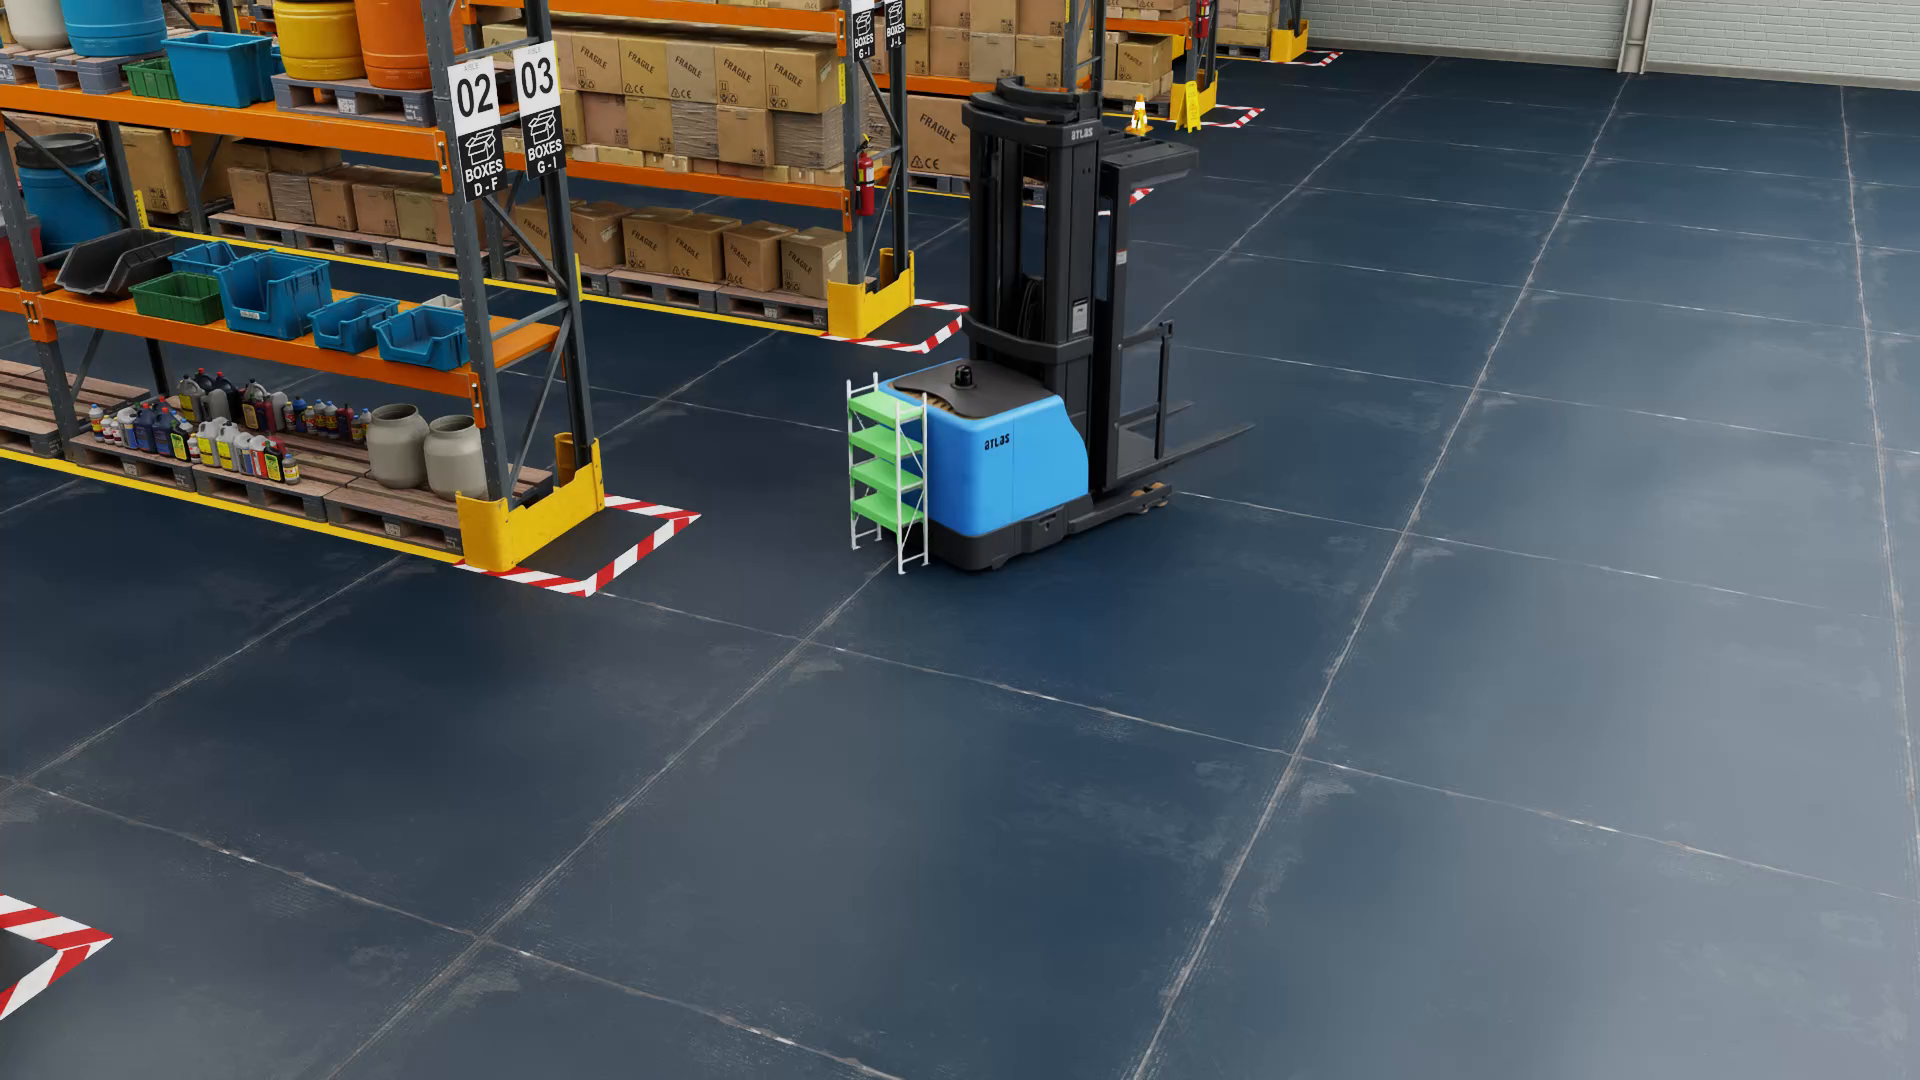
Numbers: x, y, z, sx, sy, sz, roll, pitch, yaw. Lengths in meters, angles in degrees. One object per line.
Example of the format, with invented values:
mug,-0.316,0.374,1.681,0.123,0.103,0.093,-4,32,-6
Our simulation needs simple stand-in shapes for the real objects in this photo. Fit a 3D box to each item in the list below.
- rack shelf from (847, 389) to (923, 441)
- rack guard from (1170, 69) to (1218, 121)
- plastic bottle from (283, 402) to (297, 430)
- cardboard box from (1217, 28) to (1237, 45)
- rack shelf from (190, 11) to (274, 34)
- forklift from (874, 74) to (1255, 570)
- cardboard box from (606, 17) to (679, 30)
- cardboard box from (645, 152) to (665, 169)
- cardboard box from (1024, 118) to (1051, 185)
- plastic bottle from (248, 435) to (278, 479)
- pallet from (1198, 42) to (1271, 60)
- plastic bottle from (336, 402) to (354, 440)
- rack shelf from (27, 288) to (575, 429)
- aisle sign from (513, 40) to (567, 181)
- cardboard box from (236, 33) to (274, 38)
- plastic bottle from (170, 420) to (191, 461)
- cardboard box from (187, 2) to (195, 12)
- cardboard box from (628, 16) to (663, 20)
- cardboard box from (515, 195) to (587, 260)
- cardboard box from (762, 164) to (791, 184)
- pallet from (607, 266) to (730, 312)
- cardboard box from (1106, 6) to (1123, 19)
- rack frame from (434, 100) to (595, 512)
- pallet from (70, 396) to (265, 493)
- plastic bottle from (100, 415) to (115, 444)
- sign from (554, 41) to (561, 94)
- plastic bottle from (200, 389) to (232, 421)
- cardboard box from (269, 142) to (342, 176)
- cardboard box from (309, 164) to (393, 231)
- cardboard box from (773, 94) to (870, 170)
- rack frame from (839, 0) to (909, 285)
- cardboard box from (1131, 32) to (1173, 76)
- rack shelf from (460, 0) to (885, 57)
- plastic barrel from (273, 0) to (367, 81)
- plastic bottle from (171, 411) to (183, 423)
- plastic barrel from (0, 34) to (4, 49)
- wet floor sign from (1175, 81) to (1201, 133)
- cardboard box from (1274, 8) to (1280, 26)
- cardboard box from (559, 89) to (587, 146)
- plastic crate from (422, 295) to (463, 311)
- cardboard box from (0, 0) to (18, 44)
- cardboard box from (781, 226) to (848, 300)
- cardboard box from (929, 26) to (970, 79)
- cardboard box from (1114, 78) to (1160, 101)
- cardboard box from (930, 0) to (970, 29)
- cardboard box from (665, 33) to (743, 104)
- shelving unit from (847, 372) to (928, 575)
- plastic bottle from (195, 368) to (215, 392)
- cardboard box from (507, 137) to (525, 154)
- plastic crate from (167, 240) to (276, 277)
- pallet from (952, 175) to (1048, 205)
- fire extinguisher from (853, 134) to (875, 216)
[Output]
rack shelf,-0.467,-0.801,10.577,0.258,0.148,0.480,-21,33,-36
rack guard,3.292,-6.265,23.408,0.348,0.500,1.175,11,28,22
plastic bottle,-4.993,-0.931,12.416,0.097,0.201,0.097,0,26,0
cardboard box,4.405,-8.377,27.506,0.500,0.250,0.500,11,28,22
rack shelf,-11.340,-7.600,24.106,4.000,0.370,1.077,11,28,22
forklift,0.862,-1.649,11.282,3.031,2.935,1.130,-21,33,-36
cardboard box,-2.948,-4.591,15.598,0.500,0.500,0.500,11,28,22
cardboard box,-2.694,-3.549,15.348,0.250,0.149,0.380,11,28,22
cardboard box,0.759,-4.696,19.322,0.875,0.875,0.875,12,28,22
plastic bottle,-4.863,-0.588,11.634,0.135,0.276,0.152,12,28,22
pallet,4.699,-8.241,27.749,1.213,0.211,1.003,11,28,22
plastic bottle,-4.511,-0.880,12.219,0.133,0.283,0.061,12,29,23
rack shelf,-4.612,-1.439,11.591,4.000,0.370,1.077,11,28,22
aisle sign,-2.605,-2.667,10.328,0.004,0.787,0.394,11,28,22
cardboard box,-7.516,-5.001,17.423,0.500,0.500,0.500,8,27,15
plastic bottle,-5.565,-0.710,11.874,0.133,0.283,0.061,13,29,24
cardboard box,-10.859,-7.574,23.521,0.250,0.149,0.380,10,28,20
cardboard box,-3.743,-6.312,20.562,0.500,0.500,0.500,12,29,22
cardboard box,-4.035,-3.097,16.498,0.500,0.500,0.500,10,28,20
cardboard box,-1.562,-3.315,14.871,0.250,0.149,0.380,11,28,22
pallet,-2.642,-2.537,16.163,1.213,0.211,1.003,11,28,22
cardboard box,2.184,-7.334,23.034,0.250,0.149,0.380,12,29,23
rack frame,-2.792,-1.396,10.689,0.127,3.000,1.000,11,28,22
pallet,-5.839,-0.737,12.507,1.213,0.211,1.003,11,28,22
plastic bottle,-6.232,-0.816,12.182,0.097,0.201,0.097,0,26,0
sign,-2.560,-2.966,10.472,0.005,0.325,0.100,11,28,22
plastic bottle,-5.591,-1.002,12.474,0.135,0.276,0.152,11,28,22
cardboard box,-6.914,-4.059,17.582,0.500,0.250,0.500,15,30,28
cardboard box,-6.376,-3.614,17.527,0.500,0.500,0.700,14,29,26
cardboard box,-1.231,-3.677,14.873,0.500,0.500,0.875,11,28,22
rack frame,-0.741,-3.387,14.734,0.127,3.000,1.000,11,28,22
cardboard box,2.719,-6.926,23.710,0.500,0.500,0.500,10,28,20
rack shelf,-2.562,-4.776,14.973,4.000,0.370,1.077,11,28,22
plastic barrel,-3.882,-3.172,10.212,0.600,0.588,0.600,0,26,0
plastic bottle,-5.688,-0.808,12.086,0.097,0.271,0.097,0,26,0
plastic barrel,-6.985,-3.704,11.413,0.708,0.901,0.600,11,28,22
wet floor sign,3.091,-5.851,22.403,0.232,0.644,0.267,23,35,39
cardboard box,5.070,-8.717,27.631,0.500,0.250,0.500,12,29,23
cardboard box,-3.558,-4.084,15.700,0.500,0.500,0.875,11,28,22
plastic crate,-3.473,-1.571,11.343,0.250,0.136,0.298,11,28,22
cardboard box,-10.460,-5.833,18.452,0.637,0.503,0.797,12,29,22
cardboard box,-1.303,-2.575,15.439,0.500,0.500,0.500,17,31,31
cardboard box,0.080,-5.725,19.312,0.550,0.550,0.875,11,28,22
cardboard box,2.492,-6.371,23.432,0.500,0.250,0.500,11,28,22
cardboard box,0.090,-6.219,19.093,0.550,0.550,0.875,11,28,22
cardboard box,-2.256,-4.197,14.797,0.500,0.500,0.500,11,28,22
shelving unit,-0.467,-0.428,10.761,0.258,1.200,0.503,-21,33,-36
plastic bottle,-5.727,-1.134,12.659,0.185,0.351,0.144,11,28,20
cardboard box,-4.089,-3.795,15.846,0.250,0.149,0.380,11,28,22
plastic crate,-5.313,-1.967,12.018,0.616,0.251,0.499,11,28,22
pallet,0.644,-4.227,19.597,1.213,0.211,1.003,11,28,22
fire extinguisher,-0.828,-3.147,14.333,0.183,0.674,0.296,11,28,22
